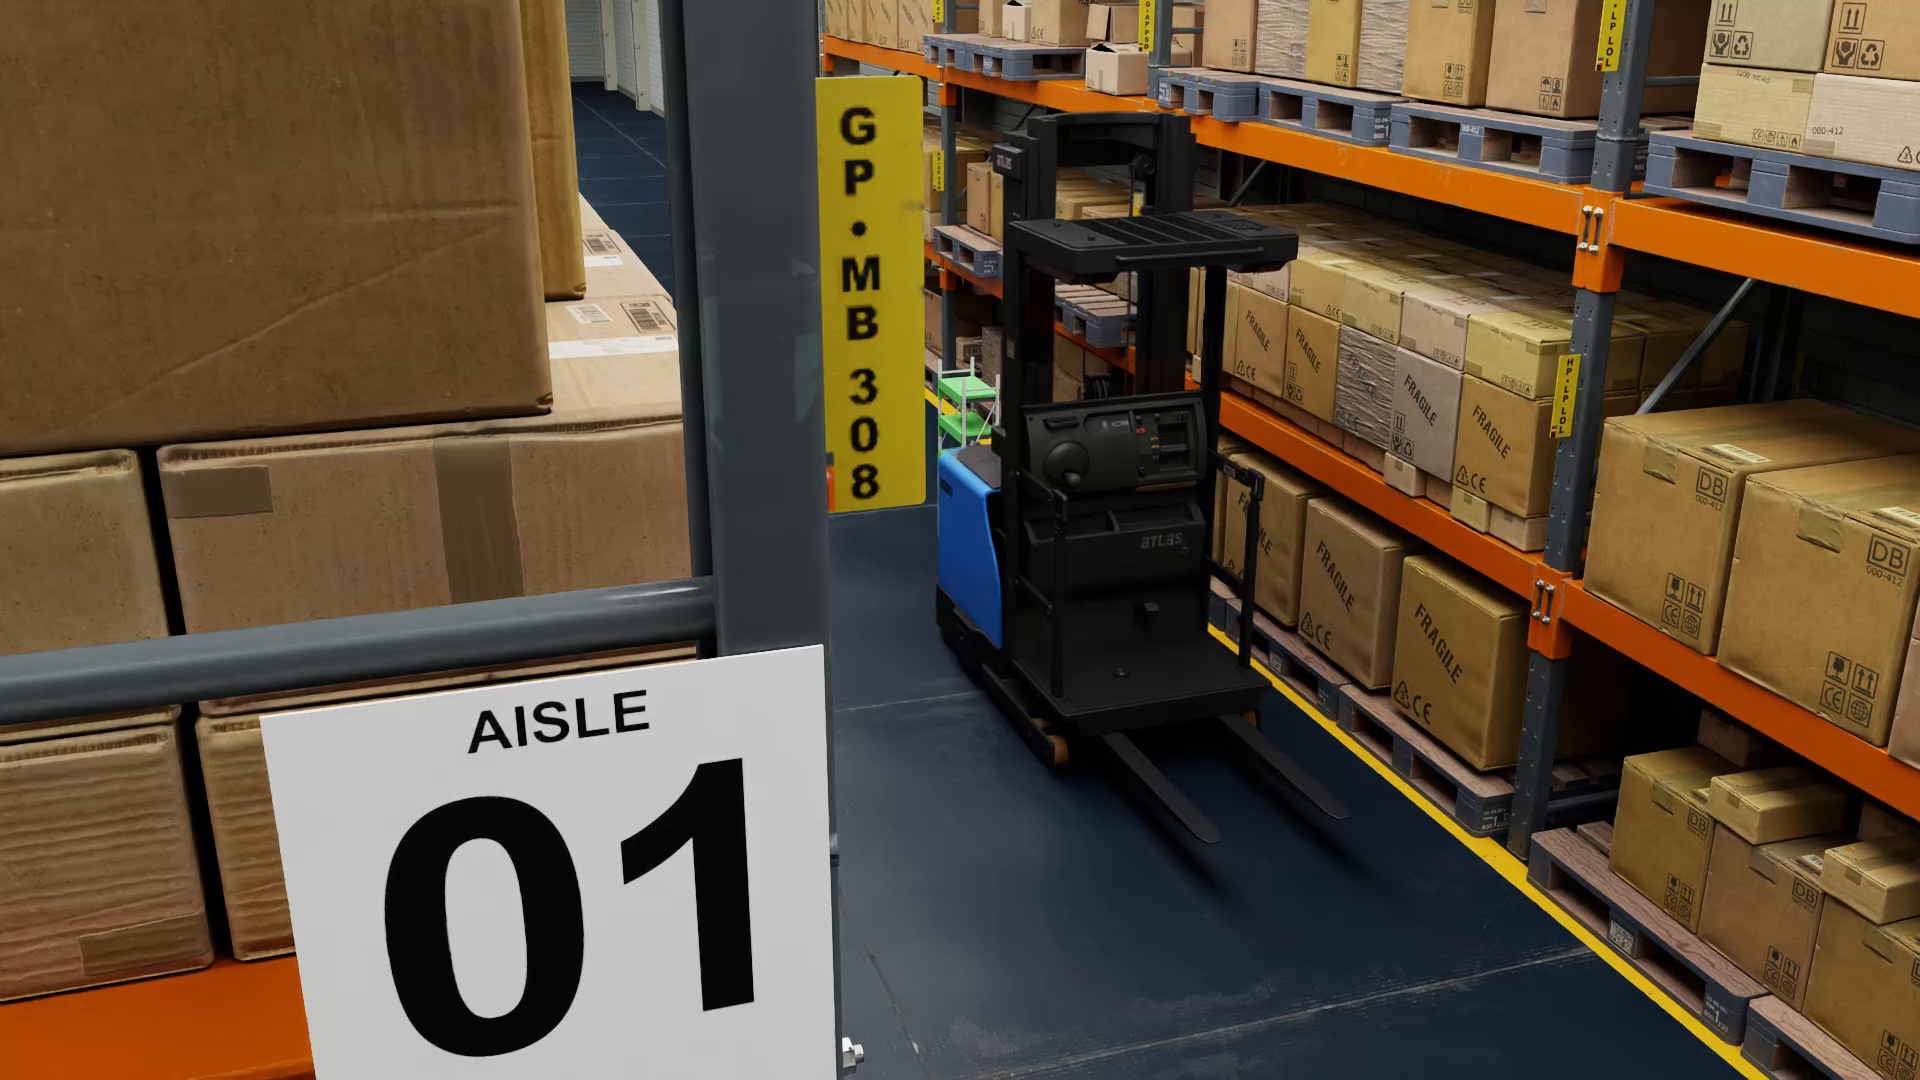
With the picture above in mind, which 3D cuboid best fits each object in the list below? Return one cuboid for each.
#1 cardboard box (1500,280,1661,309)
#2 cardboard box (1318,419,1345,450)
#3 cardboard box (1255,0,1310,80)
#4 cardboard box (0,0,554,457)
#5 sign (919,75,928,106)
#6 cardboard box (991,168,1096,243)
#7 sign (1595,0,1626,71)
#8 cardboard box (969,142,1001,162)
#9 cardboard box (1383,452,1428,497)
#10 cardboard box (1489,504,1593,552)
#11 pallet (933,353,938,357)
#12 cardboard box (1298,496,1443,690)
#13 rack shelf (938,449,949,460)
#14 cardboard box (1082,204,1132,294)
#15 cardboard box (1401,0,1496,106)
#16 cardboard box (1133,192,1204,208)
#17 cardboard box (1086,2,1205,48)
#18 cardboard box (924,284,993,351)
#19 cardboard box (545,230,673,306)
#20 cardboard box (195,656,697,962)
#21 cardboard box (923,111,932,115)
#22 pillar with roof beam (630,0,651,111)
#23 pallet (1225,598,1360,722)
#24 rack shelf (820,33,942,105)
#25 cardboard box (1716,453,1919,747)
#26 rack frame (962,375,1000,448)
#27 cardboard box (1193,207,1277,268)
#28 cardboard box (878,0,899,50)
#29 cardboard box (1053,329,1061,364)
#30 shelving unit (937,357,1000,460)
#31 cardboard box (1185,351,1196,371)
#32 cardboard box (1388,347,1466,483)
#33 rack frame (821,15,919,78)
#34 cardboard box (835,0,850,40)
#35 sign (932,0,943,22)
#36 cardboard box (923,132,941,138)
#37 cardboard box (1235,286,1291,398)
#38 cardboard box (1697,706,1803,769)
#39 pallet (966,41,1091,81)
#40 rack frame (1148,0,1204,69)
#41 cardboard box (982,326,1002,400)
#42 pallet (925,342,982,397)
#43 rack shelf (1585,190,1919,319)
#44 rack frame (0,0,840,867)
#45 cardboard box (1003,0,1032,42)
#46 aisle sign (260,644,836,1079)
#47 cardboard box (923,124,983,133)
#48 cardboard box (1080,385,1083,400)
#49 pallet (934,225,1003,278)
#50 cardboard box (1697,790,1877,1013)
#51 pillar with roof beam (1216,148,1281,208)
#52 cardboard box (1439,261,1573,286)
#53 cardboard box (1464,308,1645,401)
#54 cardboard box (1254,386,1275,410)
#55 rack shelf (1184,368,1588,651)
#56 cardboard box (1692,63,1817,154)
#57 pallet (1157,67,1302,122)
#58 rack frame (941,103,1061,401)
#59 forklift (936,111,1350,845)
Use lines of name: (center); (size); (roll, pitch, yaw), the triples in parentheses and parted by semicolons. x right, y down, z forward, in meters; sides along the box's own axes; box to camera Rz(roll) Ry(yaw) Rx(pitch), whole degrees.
cardboard box: (2.786, -1.000, 7.536); (0.500, 0.250, 0.500); (-6, 21, -17)
cardboard box: (2.049, -0.576, 8.426); (0.380, 0.149, 0.250); (-6, 21, -15)
cardboard box: (2.020, -2.743, 8.881); (0.700, 0.500, 0.500); (-8, 21, -20)
cardboard box: (-0.767, -0.389, 1.498); (0.700, 0.500, 0.500); (-6, 21, -17)
sign: (-0.384, -4.705, 17.398); (0.100, 0.325, 0.005); (-6, 21, -17)
cardboard box: (0.636, -2.582, 12.869); (0.700, 0.500, 0.500); (-4, 20, -12)
sign: (2.342, -1.850, 5.963); (0.100, 0.325, 0.005); (-6, 21, -17)
cardboard box: (0.390, -3.140, 14.304); (0.500, 0.500, 0.500); (-7, 21, -18)
cardboard box: (2.200, -0.322, 7.719); (0.380, 0.149, 0.250); (-6, 21, -17)
cardboard box: (2.479, -0.077, 7.037); (0.380, 0.149, 0.250); (-6, 21, -17)
pallet: (-0.292, -1.967, 16.080); (1.003, 0.211, 1.213); (-6, 21, -17)
cardboard box: (2.244, 0.227, 8.407); (0.750, 0.750, 0.750); (-6, 21, -16)
rack shelf: (0.052, -0.451, 10.587); (0.258, 0.148, 0.480); (-6, 21, -17)
cardboard box: (1.238, -1.972, 11.170); (0.700, 0.500, 0.500); (-8, 21, -22)
cardboard box: (2.445, -2.239, 7.478); (0.700, 0.500, 0.500); (-7, 21, -18)
cardboard box: (1.345, -2.160, 10.735); (0.380, 0.149, 0.250); (-10, 22, -26)
cardboard box: (1.277, -3.287, 11.011); (0.797, 0.503, 0.637); (-3, 20, -10)
cardboard box: (-0.025, -2.035, 15.191); (0.500, 0.500, 0.500); (-8, 21, -21)
cardboard box: (-0.655, -0.227, 2.156); (0.500, 0.250, 0.500); (-6, 21, -17)
cardboard box: (-0.510, 0.170, 1.789); (0.500, 0.250, 0.500); (-6, 21, -17)
cardboard box: (-0.568, -4.122, 17.038); (0.500, 0.500, 0.500); (-7, 21, -18)
pillar with roof beam: (-11.507, -13.894, 36.286); (9.100, 9.000, 0.400); (-6, 21, -17)
pallet: (2.153, 0.573, 9.010); (1.003, 0.211, 1.213); (-6, 21, -17)
rack shelf: (-0.289, -4.390, 15.328); (1.077, 0.370, 4.000); (-6, 21, -17)
cardboard box: (3.233, 0.162, 5.585); (0.980, 0.700, 0.700); (-7, 21, -19)
rack frame: (0.129, -0.433, 10.348); (0.240, 1.200, 0.015); (-6, 21, -17)
cardboard box: (1.504, -1.759, 9.648); (0.500, 0.250, 0.500); (-6, 21, -16)
cardboard box: (-0.411, -4.617, 14.717); (0.500, 0.500, 0.500); (-7, 21, -19)
cardboard box: (0.895, -1.517, 12.639); (0.500, 0.250, 0.500); (-7, 21, -19)
shelving unit: (0.052, -0.512, 10.566); (0.258, 1.200, 0.503); (-6, 21, -17)
cardboard box: (1.551, -1.071, 9.802); (0.380, 0.149, 0.250); (-6, 21, -16)
cardboard box: (2.300, -0.588, 7.500); (0.500, 0.500, 0.500); (-6, 21, -17)
rack frame: (-0.918, -3.959, 17.501); (1.000, 3.000, 0.127); (-6, 21, -17)
cardboard box: (-0.915, -5.117, 16.110); (0.500, 0.500, 0.500); (-5, 20, -14)
sign: (-0.173, -4.270, 13.165); (0.100, 0.325, 0.005); (-6, 21, -17)
cardboard box: (-0.413, -3.408, 15.050); (0.500, 0.500, 0.500); (-7, 21, -19)
cardboard box: (1.817, -1.076, 8.859); (0.500, 0.500, 0.500); (-6, 21, -17)
cardboard box: (3.135, 0.749, 6.511); (0.380, 0.149, 0.250); (-7, 21, -18)
pallet: (0.761, -3.456, 11.943); (1.213, 0.211, 1.003); (-6, 21, -17)
rack frame: (1.597, -4.215, 9.339); (1.000, 3.000, 0.127); (-6, 21, -17)
cardboard box: (0.587, -1.471, 13.622); (0.700, 0.500, 0.500); (-6, 21, -15)
pallet: (0.095, -1.575, 14.988); (1.003, 0.211, 1.213); (-6, 21, -17)
rack shelf: (3.483, -0.539, 4.607); (1.077, 0.370, 4.000); (-6, 21, -17)
rack frame: (-0.590, -1.120, 0.723); (1.000, 3.000, 0.127); (-6, 21, -17)
cardboard box: (0.629, -3.861, 12.302); (0.500, 0.311, 0.500); (-6, 21, -15)
aisle sign: (-0.290, 0.471, 1.323); (0.394, 0.787, 0.004); (-6, 21, -17)
cardboard box: (-0.094, -3.632, 15.674); (0.500, 0.500, 0.500); (-6, 21, -16)
cardboard box: (1.269, -0.825, 11.824); (0.700, 0.500, 0.500); (-6, 21, -17)
pallet: (0.442, -2.324, 13.233); (1.003, 0.211, 1.213); (-6, 21, -17)
cardboard box: (3.147, 1.283, 5.983); (0.700, 0.500, 0.500); (-7, 21, -18)
pillar with roof beam: (-2.077, -4.267, 9.483); (9.100, 9.000, 0.400); (-6, 21, -17)
cardboard box: (2.624, -1.160, 7.982); (0.500, 0.250, 0.500); (-7, 21, -19)
cardboard box: (2.464, -0.780, 6.924); (0.500, 0.250, 0.500); (-6, 21, -16)
cardboard box: (1.840, -0.826, 9.122); (0.380, 0.149, 0.250); (-6, 21, -16)
rack shelf: (2.225, -0.411, 8.688); (1.077, 0.370, 4.000); (-6, 21, -17)
cardboard box: (2.821, -1.444, 5.514); (0.500, 0.250, 0.500); (-6, 21, -17)
pallet: (1.850, -2.513, 9.318); (1.213, 0.211, 1.003); (-5, 20, -15)
rack frame: (0.340, -2.675, 13.927); (1.000, 3.000, 0.127); (-6, 21, -17)
forklift: (0.831, -0.448, 7.828); (1.130, 2.935, 3.031); (-7, 21, -18)
